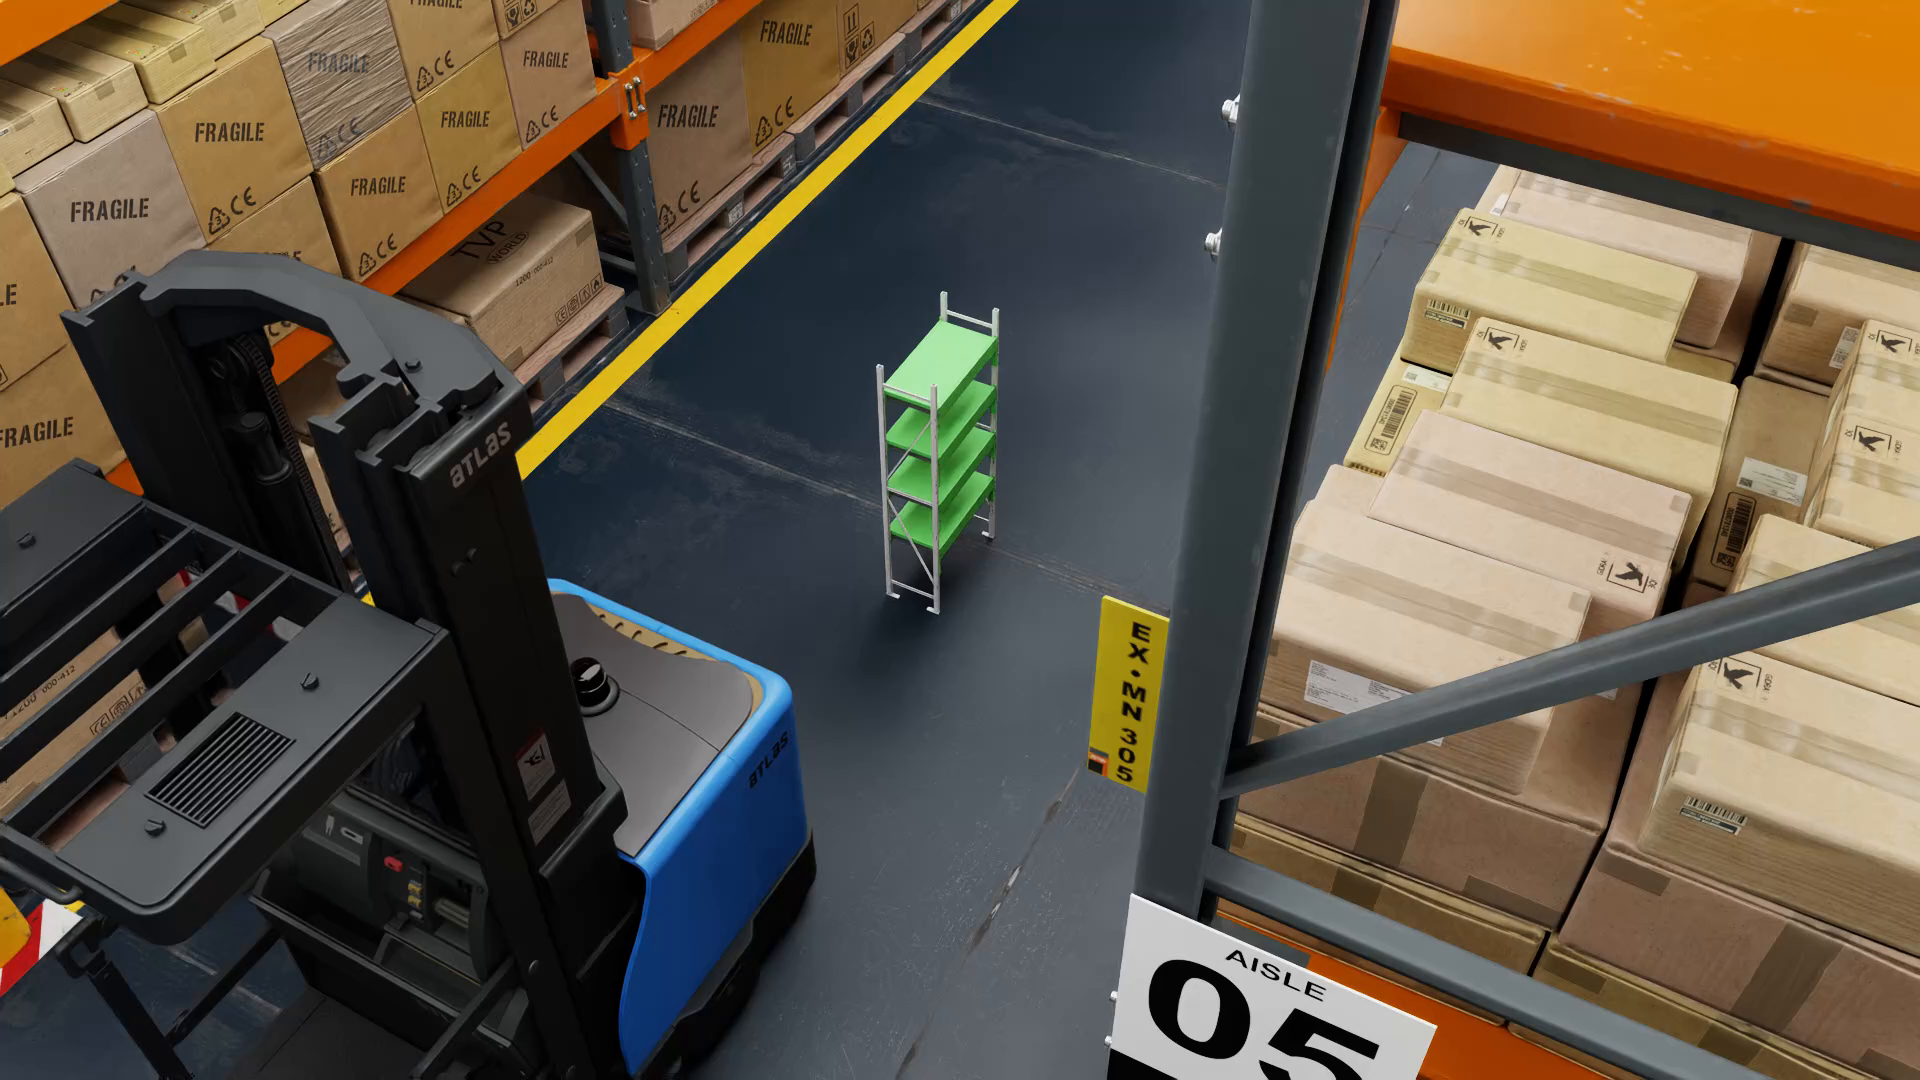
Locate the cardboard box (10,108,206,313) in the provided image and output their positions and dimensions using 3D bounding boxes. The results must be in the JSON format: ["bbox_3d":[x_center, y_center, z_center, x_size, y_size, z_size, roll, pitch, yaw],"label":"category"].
[{"bbox_3d":[-2.801,-1.064,5.200,0.500,0.500,0.500,20,49,19],"label":"cardboard box"}]

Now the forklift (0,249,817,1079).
[{"bbox_3d":[-1.650,0.910,4.069,1.130,2.935,3.031,21,49,20],"label":"forklift"}]

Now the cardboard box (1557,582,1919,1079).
[{"bbox_3d":[1.128,0.382,2.189,0.500,0.250,0.500,21,49,20],"label":"cardboard box"}]

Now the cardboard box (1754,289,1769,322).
[{"bbox_3d":[1.850,-0.425,3.337,0.500,0.250,0.500,20,49,19],"label":"cardboard box"}]

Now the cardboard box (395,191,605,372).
[{"bbox_3d":[-2.271,-1.221,7.634,0.875,0.438,0.875,20,49,19],"label":"cardboard box"}]

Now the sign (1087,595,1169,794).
[{"bbox_3d":[0.208,0.194,1.997,0.100,0.325,0.005,20,49,19],"label":"sign"}]

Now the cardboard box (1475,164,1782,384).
[{"bbox_3d":[1.155,-0.440,3.001,0.500,0.250,0.500,21,49,20],"label":"cardboard box"}]

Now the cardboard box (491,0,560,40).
[{"bbox_3d":[-1.859,-2.333,6.453,0.500,0.500,0.500,20,49,19],"label":"cardboard box"}]

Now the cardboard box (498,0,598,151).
[{"bbox_3d":[-1.873,-1.993,6.821,0.500,0.500,0.500,21,49,19],"label":"cardboard box"}]

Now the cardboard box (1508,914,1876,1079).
[{"bbox_3d":[1.125,0.556,2.368,0.500,0.250,0.500,22,49,20],"label":"cardboard box"}]

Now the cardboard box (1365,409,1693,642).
[{"bbox_3d":[0.766,0.002,2.284,0.380,0.149,0.250,21,49,20],"label":"cardboard box"}]

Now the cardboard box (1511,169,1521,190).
[{"bbox_3d":[1.206,-0.664,2.942,0.380,0.149,0.250,21,49,20],"label":"cardboard box"}]

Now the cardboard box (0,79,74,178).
[{"bbox_3d":[-2.869,-1.231,4.908,0.380,0.149,0.250,21,49,19],"label":"cardboard box"}]

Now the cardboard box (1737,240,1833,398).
[{"bbox_3d":[1.610,-0.256,2.819,0.500,0.250,0.500,21,49,19],"label":"cardboard box"}]

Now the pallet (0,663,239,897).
[{"bbox_3d":[-3.440,0.636,6.253,1.003,0.211,1.213,20,49,19],"label":"pallet"}]

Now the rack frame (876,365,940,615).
[{"bbox_3d":[-0.190,-0.164,6.348,0.240,1.200,0.015,20,49,19],"label":"rack frame"}]

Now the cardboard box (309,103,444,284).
[{"bbox_3d":[-2.328,-1.346,6.181,0.500,0.500,0.500,20,49,18],"label":"cardboard box"}]

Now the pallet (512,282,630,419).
[{"bbox_3d":[-2.307,-0.901,7.772,1.003,0.211,1.213,20,49,19],"label":"pallet"}]

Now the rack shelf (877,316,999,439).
[{"bbox_3d":[-0.077,-0.610,6.204,0.258,0.148,0.480,20,49,19],"label":"rack shelf"}]

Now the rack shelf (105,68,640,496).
[{"bbox_3d":[-2.813,-0.822,6.239,1.077,0.370,4.000,20,49,19],"label":"rack shelf"}]

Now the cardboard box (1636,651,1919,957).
[{"bbox_3d":[1.042,0.310,1.980,0.380,0.149,0.250,20,49,19],"label":"cardboard box"}]

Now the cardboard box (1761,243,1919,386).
[{"bbox_3d":[1.506,-0.342,2.624,0.380,0.149,0.250,22,49,20],"label":"cardboard box"}]

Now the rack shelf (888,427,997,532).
[{"bbox_3d":[-0.077,-0.273,6.546,0.258,0.148,0.480,20,49,19],"label":"rack shelf"}]

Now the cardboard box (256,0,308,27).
[{"bbox_3d":[-2.395,-1.866,5.535,0.380,0.149,0.250,19,48,18],"label":"cardboard box"}]

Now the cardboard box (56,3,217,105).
[{"bbox_3d":[-2.574,-1.525,5.198,0.380,0.149,0.250,19,48,18],"label":"cardboard box"}]

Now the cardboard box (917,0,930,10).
[{"bbox_3d":[-0.422,-3.848,9.922,0.875,0.875,0.875,20,49,19],"label":"cardboard box"}]

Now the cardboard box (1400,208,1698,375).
[{"bbox_3d":[0.930,-0.355,2.637,0.380,0.149,0.250,21,49,20],"label":"cardboard box"}]

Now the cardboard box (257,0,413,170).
[{"bbox_3d":[-2.330,-1.692,5.820,0.500,0.500,0.500,21,49,20],"label":"cardboard box"}]

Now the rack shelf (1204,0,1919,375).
[{"bbox_3d":[1.618,-1.359,2.554,1.077,0.370,4.000,20,49,19],"label":"rack shelf"}]

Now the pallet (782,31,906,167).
[{"bbox_3d":[-1.028,-2.637,9.488,1.003,0.211,1.213,20,49,19],"label":"pallet"}]

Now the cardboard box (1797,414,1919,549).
[{"bbox_3d":[1.367,0.008,2.278,0.380,0.149,0.250,20,49,19],"label":"cardboard box"}]

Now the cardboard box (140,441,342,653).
[{"bbox_3d":[-3.106,-0.090,6.516,0.875,0.438,0.875,22,49,20],"label":"cardboard box"}]

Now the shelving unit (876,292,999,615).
[{"bbox_3d":[-0.077,-0.317,6.500,0.258,1.200,0.503,20,49,19],"label":"shelving unit"}]

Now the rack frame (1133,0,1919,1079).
[{"bbox_3d":[0.690,-0.353,1.052,1.000,3.000,0.127,20,49,19],"label":"rack frame"}]

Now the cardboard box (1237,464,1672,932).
[{"bbox_3d":[0.678,0.204,2.364,0.500,0.250,0.500,19,48,18],"label":"cardboard box"}]

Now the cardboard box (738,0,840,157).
[{"bbox_3d":[-1.255,-2.724,8.812,0.875,0.875,0.875,22,49,20],"label":"cardboard box"}]
